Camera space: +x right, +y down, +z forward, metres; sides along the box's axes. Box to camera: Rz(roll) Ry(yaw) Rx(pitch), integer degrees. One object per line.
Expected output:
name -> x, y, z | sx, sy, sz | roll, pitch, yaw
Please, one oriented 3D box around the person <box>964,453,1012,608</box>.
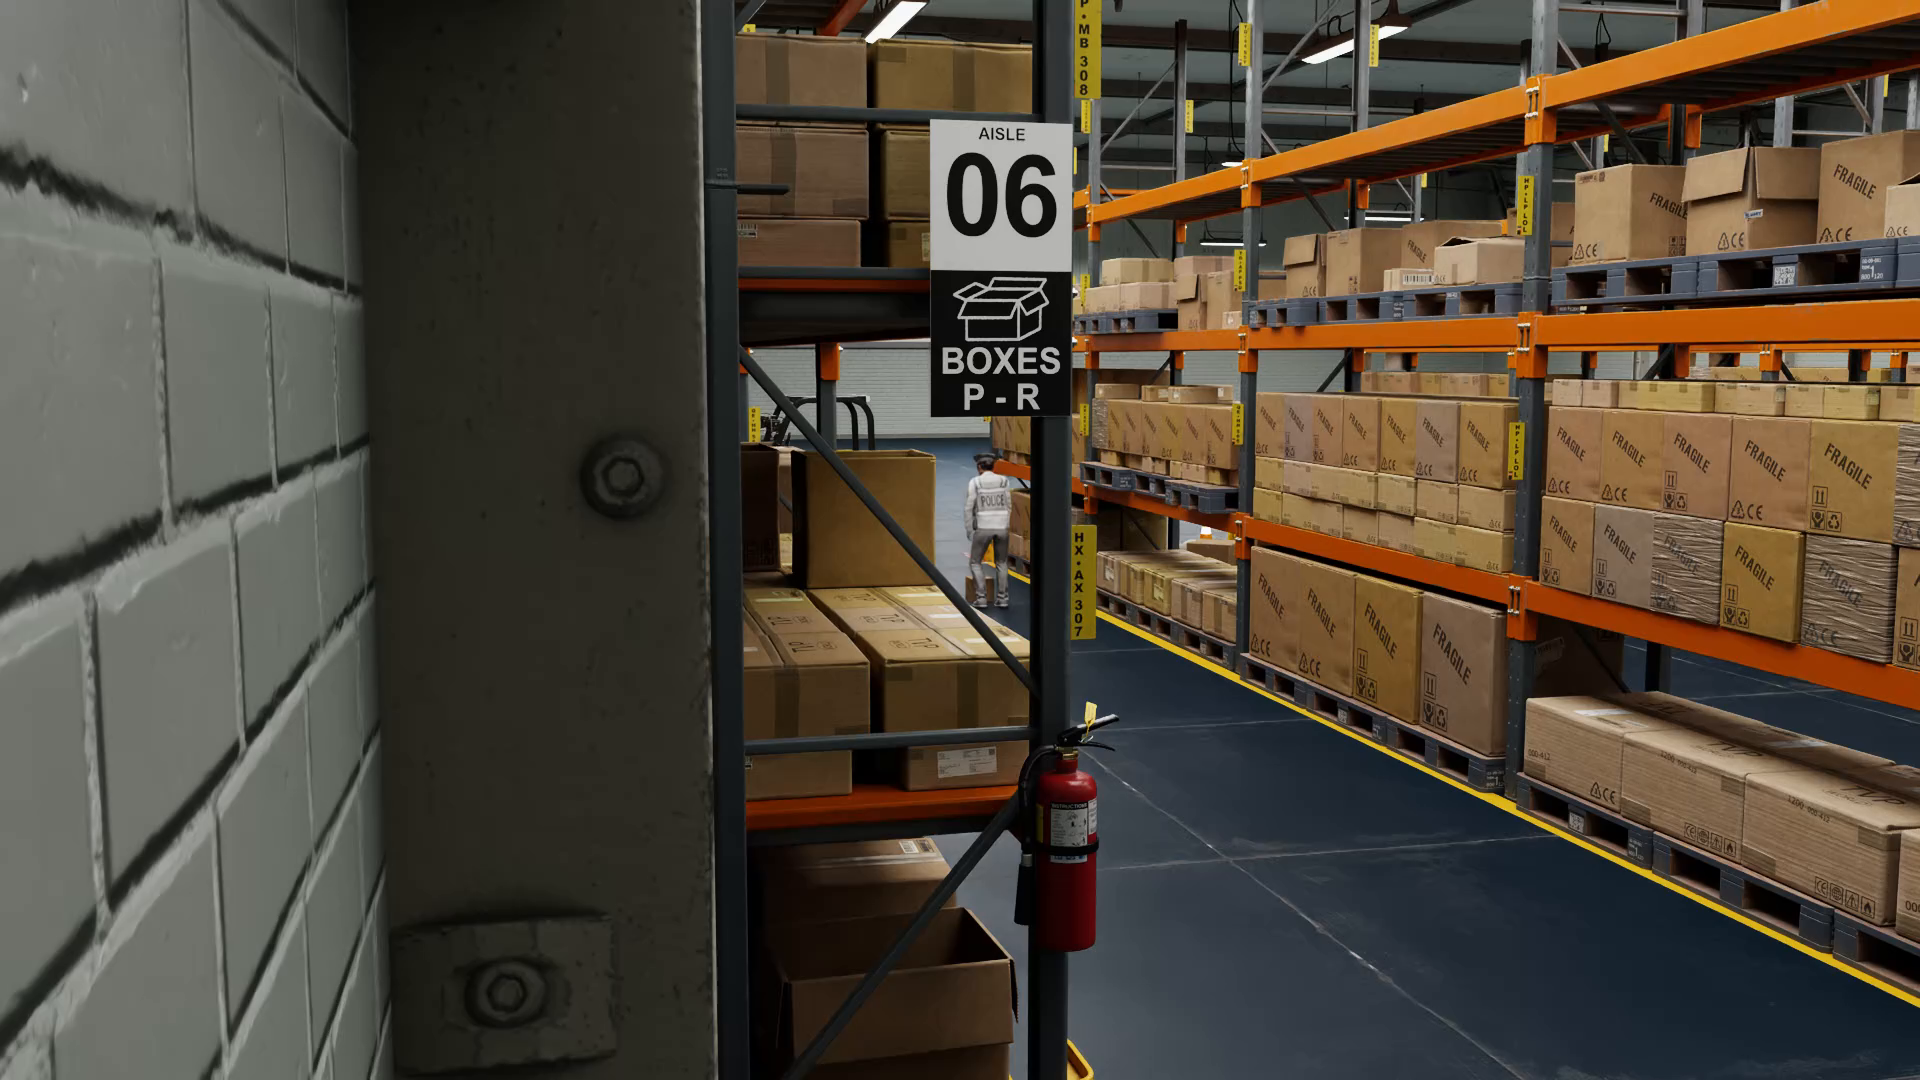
person -> 0.287, -0.095, 17.190 | 0.508, 1.604, 0.485 | -1, 6, -12
